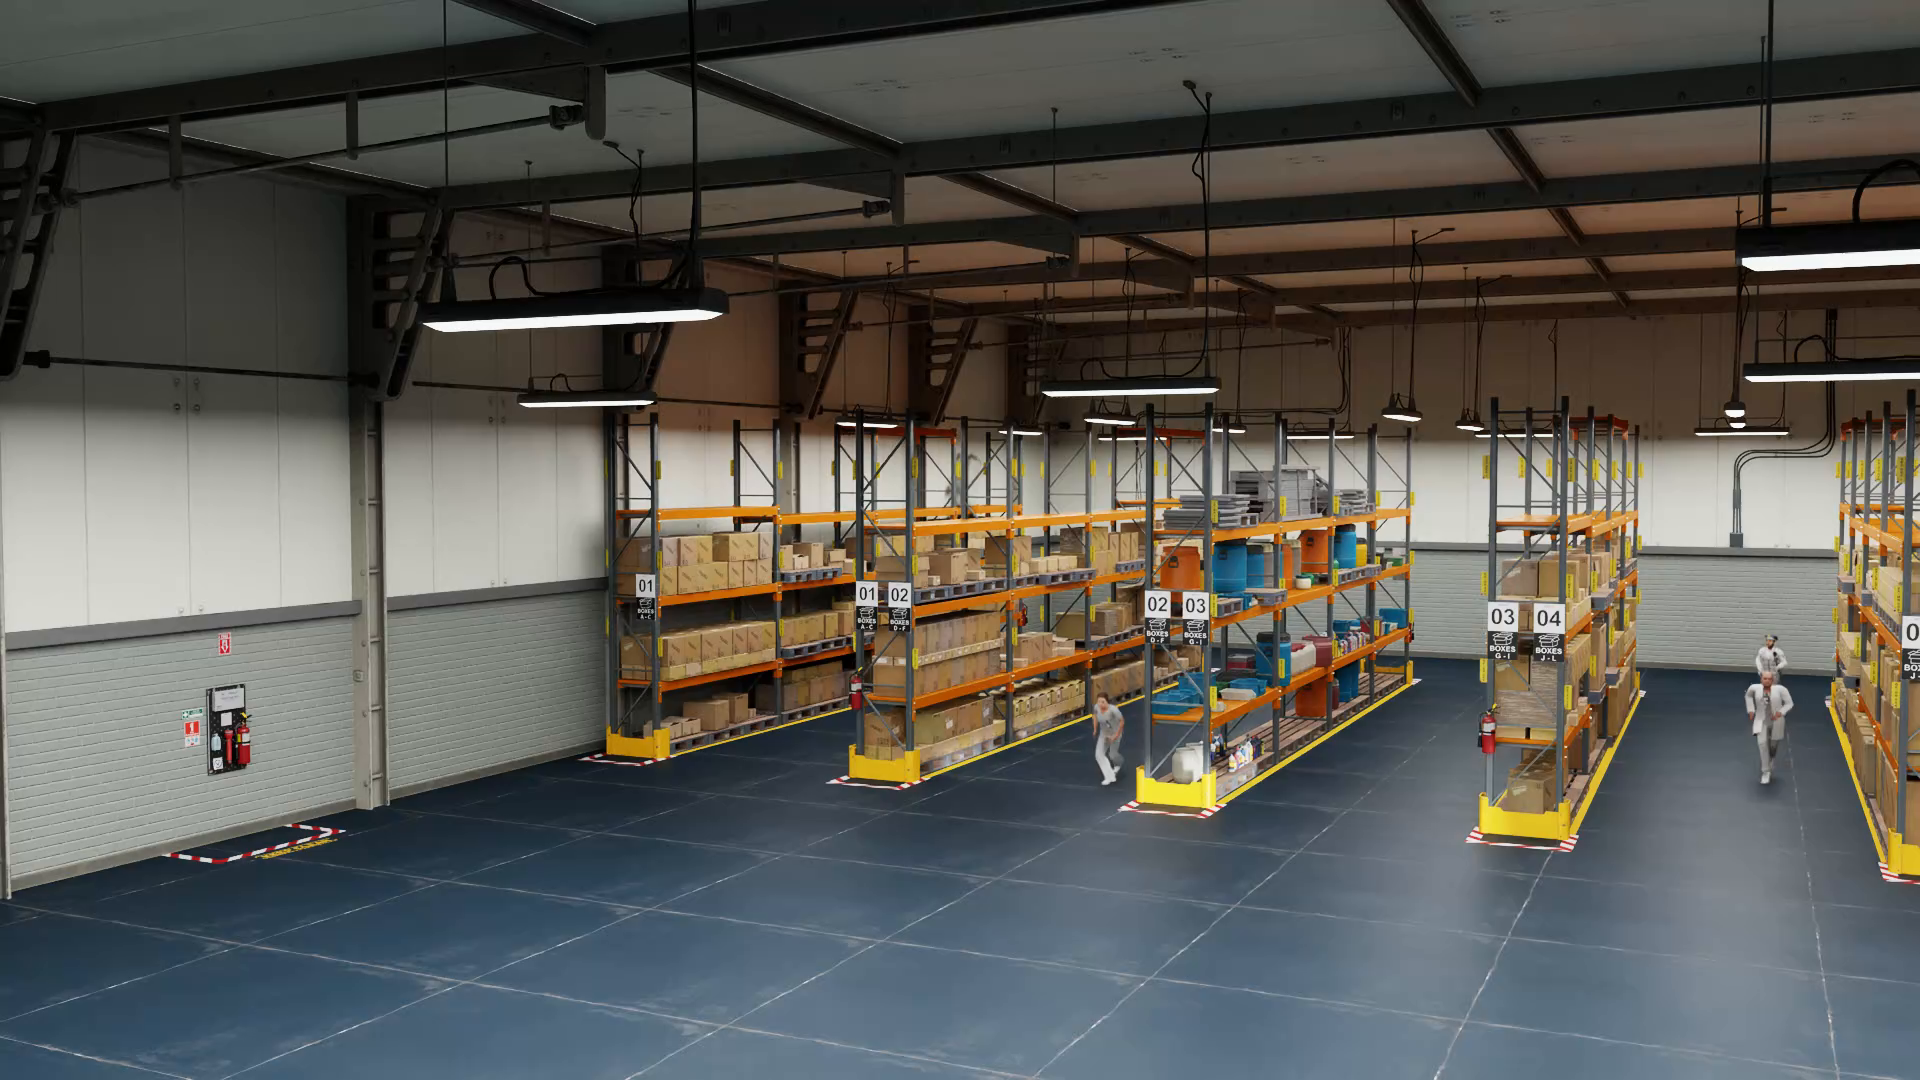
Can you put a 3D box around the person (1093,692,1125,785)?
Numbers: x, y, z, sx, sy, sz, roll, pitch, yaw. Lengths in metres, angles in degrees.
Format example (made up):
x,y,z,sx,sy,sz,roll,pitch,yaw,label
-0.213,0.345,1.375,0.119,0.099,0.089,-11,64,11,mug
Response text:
x,y,z,sx,sy,sz,roll,pitch,yaw,label
2.449,3.148,26.676,0.563,1.519,1.009,1,3,30,person

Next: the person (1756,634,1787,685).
x,y,z,sx,sy,sz,roll,pitch,yaw,label
16.559,2.748,33.976,0.604,1.668,0.567,2,3,35,person

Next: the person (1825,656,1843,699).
x,y,z,sx,sy,sz,roll,pitch,yaw,label
19.211,2.703,36.036,0.755,1.572,0.606,1,3,21,person

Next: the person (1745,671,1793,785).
x,y,z,sx,sy,sz,roll,pitch,yaw,label
13.093,2.998,26.931,0.712,1.779,1.123,1,3,26,person
